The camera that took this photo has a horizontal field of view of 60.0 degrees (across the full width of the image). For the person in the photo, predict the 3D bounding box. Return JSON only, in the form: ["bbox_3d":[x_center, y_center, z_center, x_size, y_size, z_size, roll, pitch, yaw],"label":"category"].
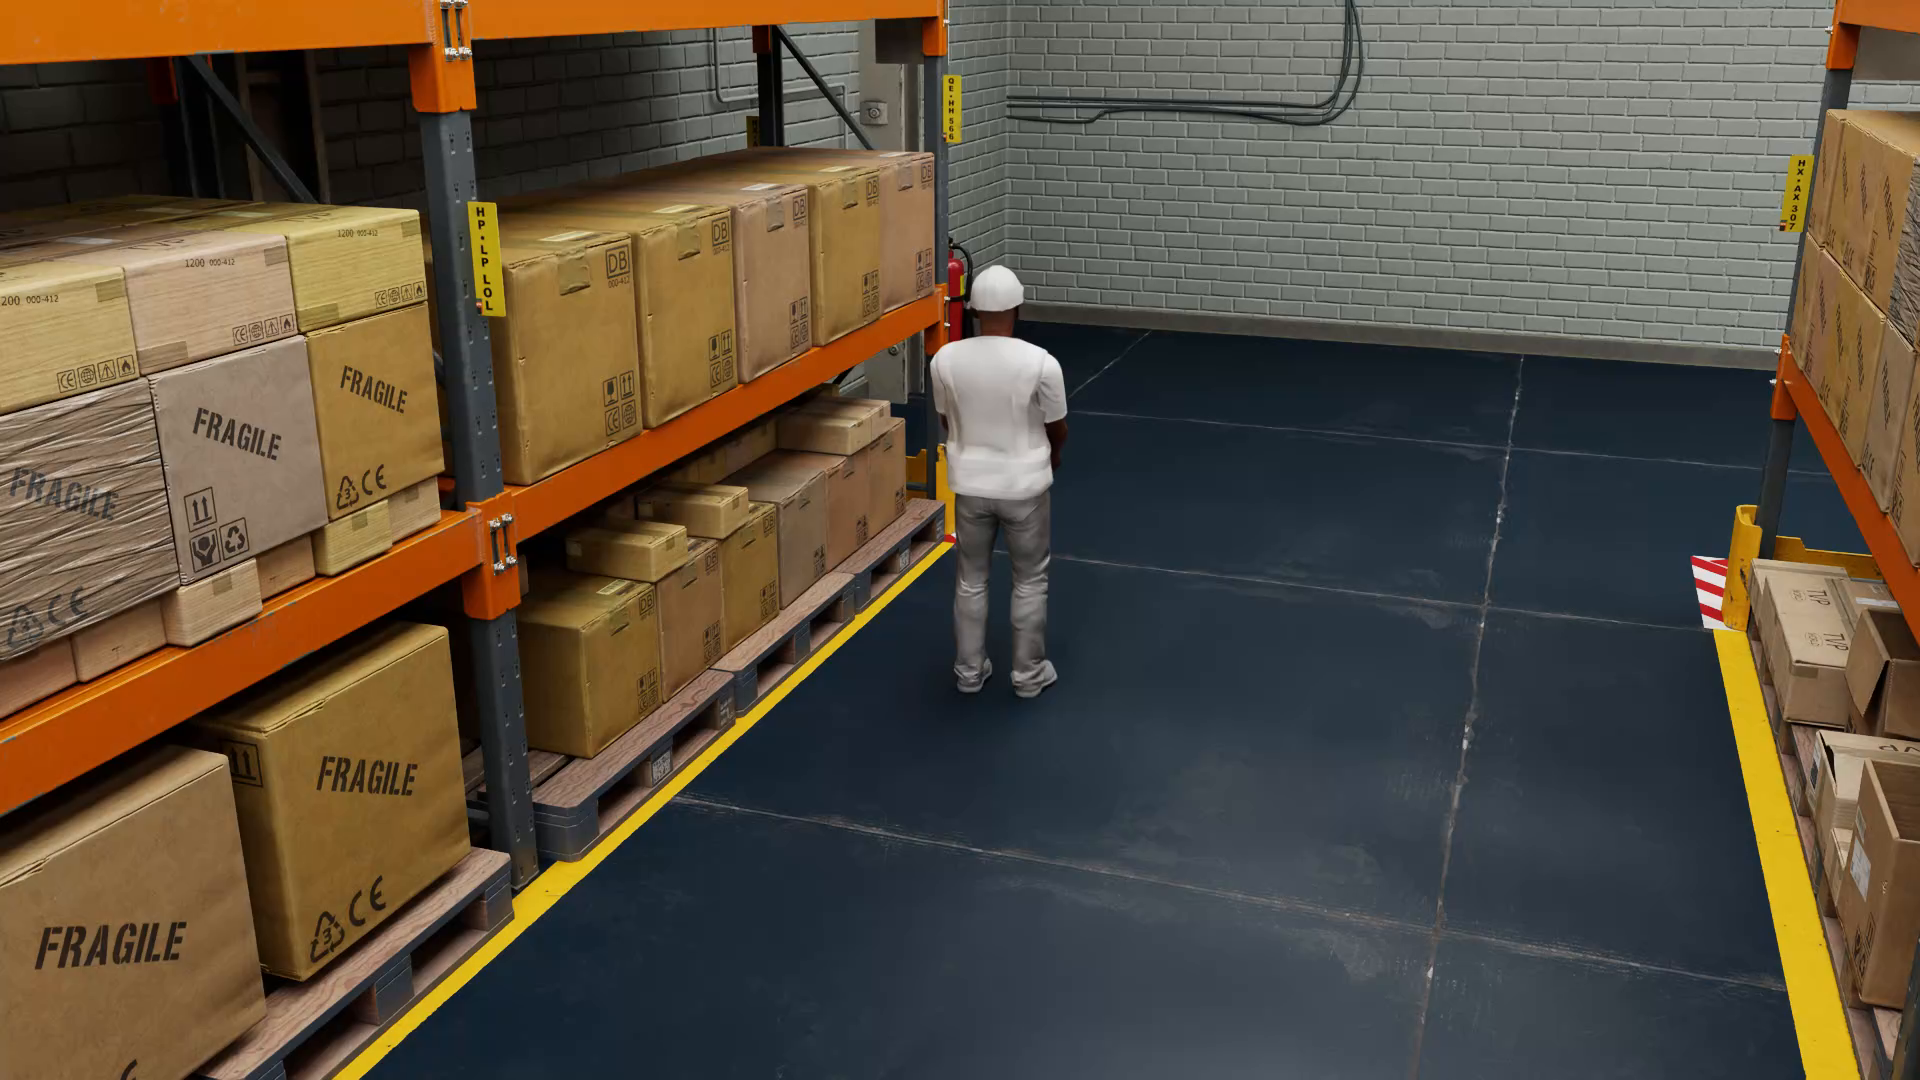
[{"bbox_3d":[0.185,-0.244,6.747,0.535,1.769,0.560,6,19,17],"label":"person"}]
